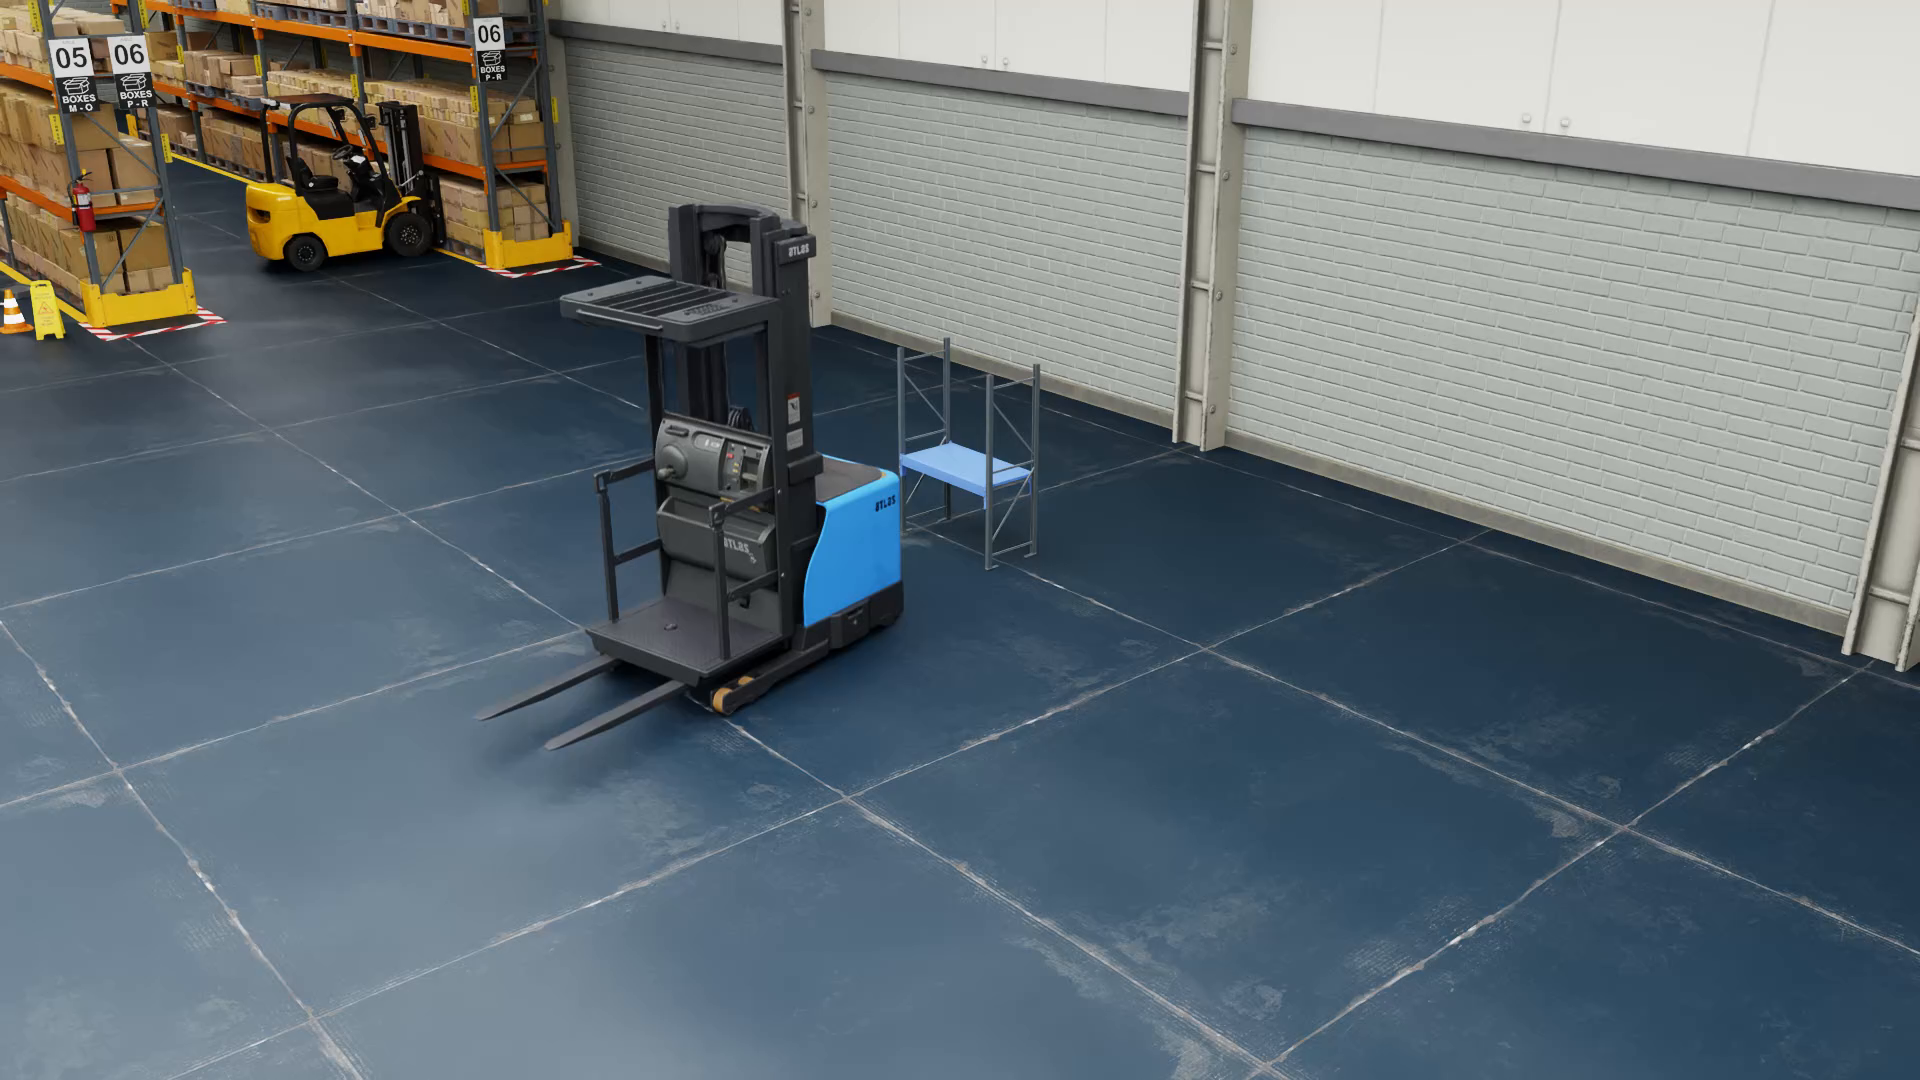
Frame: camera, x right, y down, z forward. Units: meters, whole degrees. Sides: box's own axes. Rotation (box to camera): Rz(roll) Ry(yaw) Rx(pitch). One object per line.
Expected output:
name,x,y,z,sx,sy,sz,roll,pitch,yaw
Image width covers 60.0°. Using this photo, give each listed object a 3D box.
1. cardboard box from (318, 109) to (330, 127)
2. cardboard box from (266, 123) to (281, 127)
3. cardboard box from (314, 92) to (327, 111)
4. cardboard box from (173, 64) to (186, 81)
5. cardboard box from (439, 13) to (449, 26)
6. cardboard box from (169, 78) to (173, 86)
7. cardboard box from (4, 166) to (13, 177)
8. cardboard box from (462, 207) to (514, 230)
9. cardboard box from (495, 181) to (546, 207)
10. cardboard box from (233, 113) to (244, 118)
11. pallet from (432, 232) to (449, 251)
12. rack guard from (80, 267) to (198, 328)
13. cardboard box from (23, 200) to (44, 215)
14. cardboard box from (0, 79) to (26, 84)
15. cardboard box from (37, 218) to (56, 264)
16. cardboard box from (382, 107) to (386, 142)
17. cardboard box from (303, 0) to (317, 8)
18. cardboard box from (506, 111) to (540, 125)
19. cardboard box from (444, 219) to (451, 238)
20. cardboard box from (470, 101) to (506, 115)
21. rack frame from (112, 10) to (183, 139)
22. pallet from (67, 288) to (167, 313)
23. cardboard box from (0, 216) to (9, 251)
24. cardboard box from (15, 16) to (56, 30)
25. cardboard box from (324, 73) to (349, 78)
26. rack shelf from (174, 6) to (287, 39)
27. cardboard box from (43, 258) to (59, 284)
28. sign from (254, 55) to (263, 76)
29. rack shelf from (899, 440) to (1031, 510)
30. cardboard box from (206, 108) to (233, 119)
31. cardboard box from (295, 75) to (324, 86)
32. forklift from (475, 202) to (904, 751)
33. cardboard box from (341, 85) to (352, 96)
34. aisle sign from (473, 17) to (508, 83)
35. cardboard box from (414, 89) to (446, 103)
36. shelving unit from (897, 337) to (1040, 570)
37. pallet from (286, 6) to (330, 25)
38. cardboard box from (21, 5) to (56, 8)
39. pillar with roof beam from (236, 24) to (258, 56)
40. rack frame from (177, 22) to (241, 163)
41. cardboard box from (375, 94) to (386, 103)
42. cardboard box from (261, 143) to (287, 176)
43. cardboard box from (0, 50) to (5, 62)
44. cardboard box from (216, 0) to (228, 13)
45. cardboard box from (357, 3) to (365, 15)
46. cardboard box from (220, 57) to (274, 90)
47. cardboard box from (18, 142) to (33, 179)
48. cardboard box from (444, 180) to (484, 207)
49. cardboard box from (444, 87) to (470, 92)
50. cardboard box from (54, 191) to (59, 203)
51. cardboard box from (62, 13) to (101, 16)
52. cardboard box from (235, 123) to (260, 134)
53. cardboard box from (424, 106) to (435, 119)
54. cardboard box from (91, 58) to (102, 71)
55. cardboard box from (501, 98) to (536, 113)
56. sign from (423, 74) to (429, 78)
cardboard box,-9.640,-6.589,25.899,0.500,0.250,0.500,-17,27,-37
cardboard box,-12.079,-7.301,29.475,0.380,0.149,0.250,-17,27,-37
cardboard box,-9.664,-6.821,25.805,0.500,0.250,0.500,-17,27,-36
cardboard box,-14.219,-8.661,30.783,0.500,0.250,0.500,-17,27,-36
cardboard box,-6.640,-6.873,21.938,0.380,0.149,0.250,-18,28,-39
cardboard box,-14.626,-8.633,31.256,0.380,0.149,0.250,-17,27,-36
cardboard box,-12.071,-4.779,21.418,0.380,0.149,0.250,-16,27,-36
cardboard box,-6.423,-4.403,22.621,0.500,0.250,0.500,-18,28,-38
cardboard box,-6.039,-4.753,22.830,0.500,0.250,0.500,-18,28,-38
cardboard box,-13.243,-7.811,30.775,0.380,0.149,0.250,-19,28,-39
pallet,-7.192,-4.435,24.017,1.003,0.211,1.213,-17,27,-37
rack guard,-9.676,-2.869,19.624,1.175,0.500,0.348,-17,27,-37
cardboard box,-11.506,-4.192,20.851,0.380,0.149,0.250,-16,26,-34
cardboard box,-12.115,-5.595,21.239,0.700,0.500,0.500,-18,28,-38
cardboard box,-11.014,-3.720,20.535,0.500,0.500,0.500,-18,28,-39
cardboard box,-8.035,-6.022,24.108,0.500,0.500,0.500,-17,27,-37
cardboard box,-9.638,-8.251,25.234,0.500,0.311,0.500,-19,28,-39
cardboard box,-5.893,-5.699,22.394,0.380,0.149,0.250,-18,28,-39
cardboard box,-7.052,-4.445,23.413,0.500,0.250,0.500,-17,27,-37
cardboard box,-6.262,-5.731,22.068,0.380,0.149,0.250,-17,27,-37
rack frame,-16.313,-9.615,33.420,1.000,3.000,0.127,-17,27,-37
pallet,-10.180,-2.967,20.271,1.003,0.211,1.213,-17,27,-37
cardboard box,-12.582,-4.233,22.707,0.950,0.372,0.625,-17,27,-37
cardboard box,-10.822,-6.063,19.489,0.380,0.149,0.250,-18,28,-39
cardboard box,-10.022,-7.438,26.835,0.380,0.149,0.250,-18,27,-38
rack shelf,-12.396,-9.019,28.772,1.077,0.370,4.000,-17,27,-37
cardboard box,-11.036,-3.375,20.682,0.500,0.250,0.500,-19,28,-39
sign,-11.496,-7.775,27.244,0.100,0.325,0.005,-17,27,-37
rack shelf,0.056,-0.507,12.716,0.538,0.185,1.000,-17,27,-37
cardboard box,-13.463,-7.759,30.236,0.380,0.149,0.250,-19,28,-40
cardboard box,-10.376,-7.326,26.548,0.380,0.149,0.250,-17,27,-37
forklift,-1.672,-0.491,10.218,1.130,2.935,3.031,15,26,34
cardboard box,-9.173,-6.837,25.301,0.380,0.149,0.250,-17,27,-37
aisle sign,-6.048,-6.317,21.435,0.394,0.787,0.004,-17,27,-37
cardboard box,-7.419,-6.227,23.334,0.380,0.149,0.250,-17,27,-37
shelving unit,0.056,-0.675,12.650,0.538,1.500,1.048,-17,27,-37
pallet,-9.848,-8.239,26.053,1.003,0.211,1.213,-16,26,-35
cardboard box,-11.637,-6.679,21.062,0.380,0.149,0.250,-18,28,-39
pillar with roof beam,-16.735,-10.686,27.927,9.100,9.000,0.400,-17,27,-37
rack frame,-13.702,-8.510,30.599,1.000,3.000,0.127,-17,27,-37
cardboard box,-8.301,-6.427,24.252,0.380,0.149,0.250,-17,27,-36
cardboard box,-11.529,-6.502,28.324,0.500,0.500,0.500,-16,27,-36
cardboard box,-11.445,-5.875,20.103,0.380,0.149,0.250,-18,28,-38
cardboard box,-12.265,-9.093,28.179,0.500,0.250,0.500,-17,27,-37
cardboard box,-8.417,-7.625,23.858,0.380,0.149,0.250,-17,27,-36
cardboard box,-12.296,-8.056,28.721,0.797,0.503,0.637,-18,28,-39
cardboard box,-11.153,-4.704,20.337,0.500,0.500,0.500,-17,27,-37
cardboard box,-6.743,-4.768,22.868,0.500,0.250,0.500,-17,27,-36
cardboard box,-7.089,-6.332,23.603,0.380,0.149,0.250,-16,27,-36
cardboard box,-10.433,-4.067,19.599,0.380,0.149,0.250,-18,28,-38
cardboard box,-10.447,-6.184,19.797,0.380,0.149,0.250,-17,27,-36
cardboard box,-12.571,-7.268,29.389,0.380,0.149,0.250,-17,27,-37
cardboard box,-7.163,-5.921,22.962,0.380,0.149,0.250,-17,27,-37
cardboard box,-9.836,-5.512,19.175,0.380,0.149,0.250,-19,28,-39
cardboard box,-5.926,-5.825,22.310,0.380,0.149,0.250,-18,28,-38
sign,-8.060,-6.872,25.122,0.100,0.325,0.005,-17,27,-37
